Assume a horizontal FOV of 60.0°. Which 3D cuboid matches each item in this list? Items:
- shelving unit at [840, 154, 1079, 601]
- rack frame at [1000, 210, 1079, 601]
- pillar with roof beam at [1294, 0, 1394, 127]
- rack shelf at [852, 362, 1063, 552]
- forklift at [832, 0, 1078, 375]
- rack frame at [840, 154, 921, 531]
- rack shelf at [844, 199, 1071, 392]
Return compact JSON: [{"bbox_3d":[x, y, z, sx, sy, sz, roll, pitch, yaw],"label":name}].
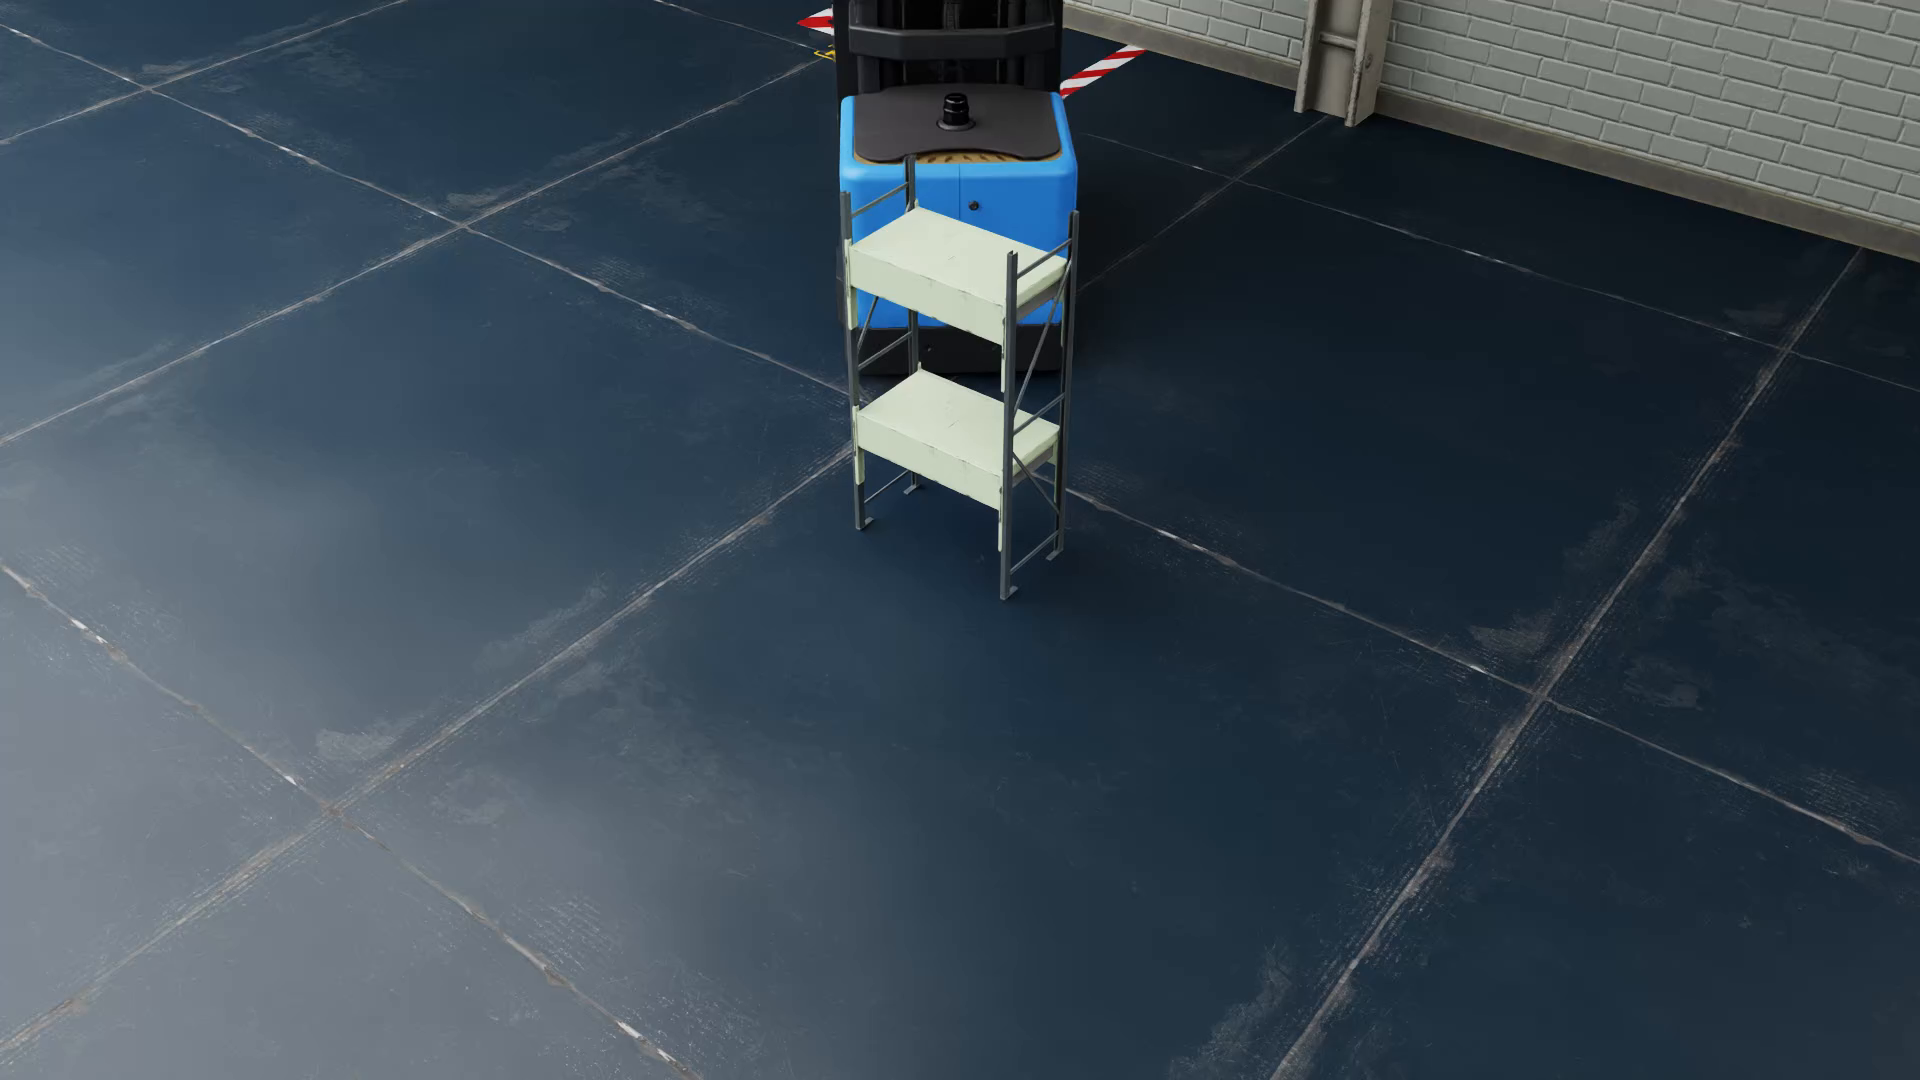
[{"bbox_3d":[-0.005,-0.593,6.291,0.755,1.500,0.431,25,45,29],"label":"shelving unit"},{"bbox_3d":[0.285,-0.456,6.116,0.023,1.500,0.400,25,45,29],"label":"rack frame"},{"bbox_3d":[-0.346,-4.038,4.608,0.400,9.000,9.100,25,45,29],"label":"pillar with roof beam"},{"bbox_3d":[-0.005,-0.336,6.492,0.720,0.370,0.431,25,45,29],"label":"rack shelf"},{"bbox_3d":[-0.069,-2.796,7.943,1.130,2.935,3.031,-2,38,-2],"label":"forklift"},{"bbox_3d":[-0.296,-0.730,6.466,0.023,1.500,0.400,25,45,29],"label":"rack frame"},{"bbox_3d":[-0.005,-0.900,6.050,0.720,0.370,0.431,25,45,29],"label":"rack shelf"}]
